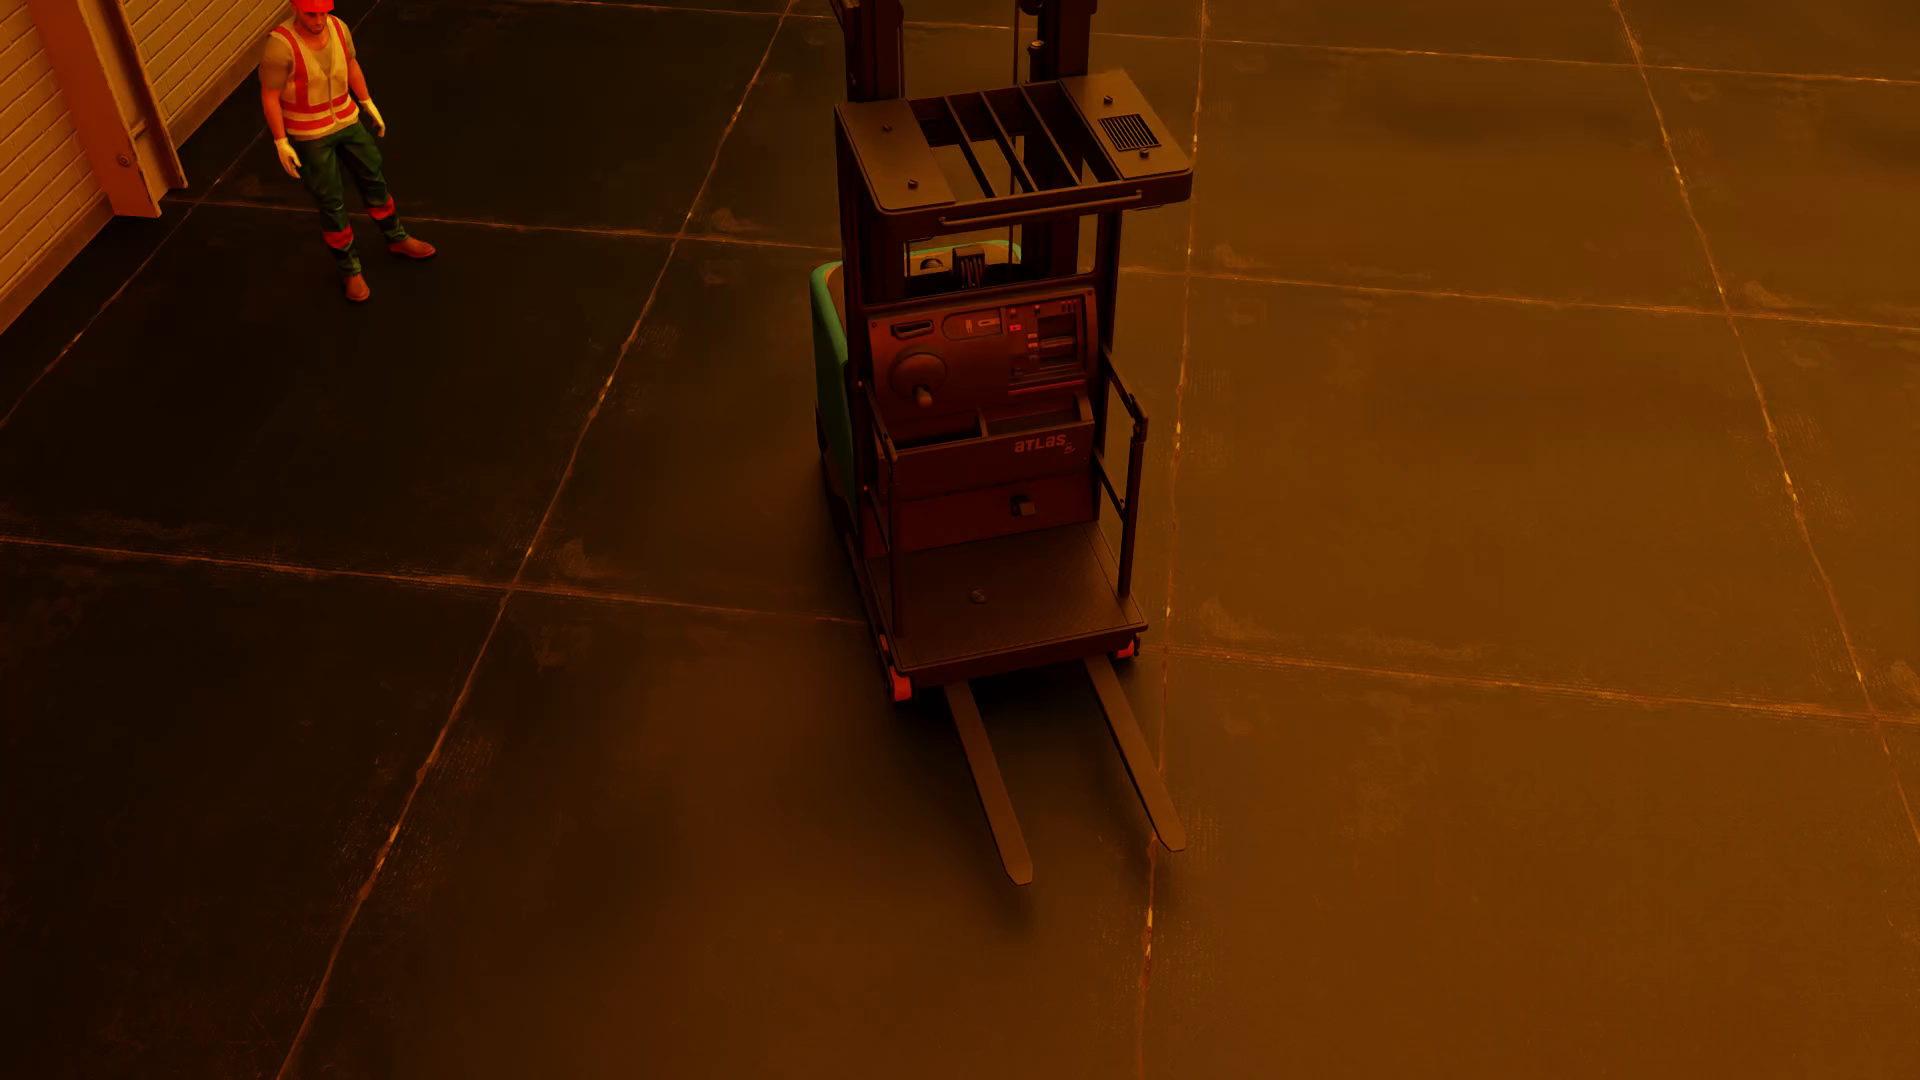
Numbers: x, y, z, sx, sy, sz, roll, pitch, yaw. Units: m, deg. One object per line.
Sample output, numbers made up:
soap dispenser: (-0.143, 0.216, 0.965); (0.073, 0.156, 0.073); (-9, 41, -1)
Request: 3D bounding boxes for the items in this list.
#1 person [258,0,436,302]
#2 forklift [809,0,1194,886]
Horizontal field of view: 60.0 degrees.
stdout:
person: (-3.370, -2.198, 8.971); (0.479, 1.778, 0.694); (27, 49, 26)
forklift: (0.153, -0.681, 6.465); (1.130, 2.935, 3.031); (-10, 44, -11)
